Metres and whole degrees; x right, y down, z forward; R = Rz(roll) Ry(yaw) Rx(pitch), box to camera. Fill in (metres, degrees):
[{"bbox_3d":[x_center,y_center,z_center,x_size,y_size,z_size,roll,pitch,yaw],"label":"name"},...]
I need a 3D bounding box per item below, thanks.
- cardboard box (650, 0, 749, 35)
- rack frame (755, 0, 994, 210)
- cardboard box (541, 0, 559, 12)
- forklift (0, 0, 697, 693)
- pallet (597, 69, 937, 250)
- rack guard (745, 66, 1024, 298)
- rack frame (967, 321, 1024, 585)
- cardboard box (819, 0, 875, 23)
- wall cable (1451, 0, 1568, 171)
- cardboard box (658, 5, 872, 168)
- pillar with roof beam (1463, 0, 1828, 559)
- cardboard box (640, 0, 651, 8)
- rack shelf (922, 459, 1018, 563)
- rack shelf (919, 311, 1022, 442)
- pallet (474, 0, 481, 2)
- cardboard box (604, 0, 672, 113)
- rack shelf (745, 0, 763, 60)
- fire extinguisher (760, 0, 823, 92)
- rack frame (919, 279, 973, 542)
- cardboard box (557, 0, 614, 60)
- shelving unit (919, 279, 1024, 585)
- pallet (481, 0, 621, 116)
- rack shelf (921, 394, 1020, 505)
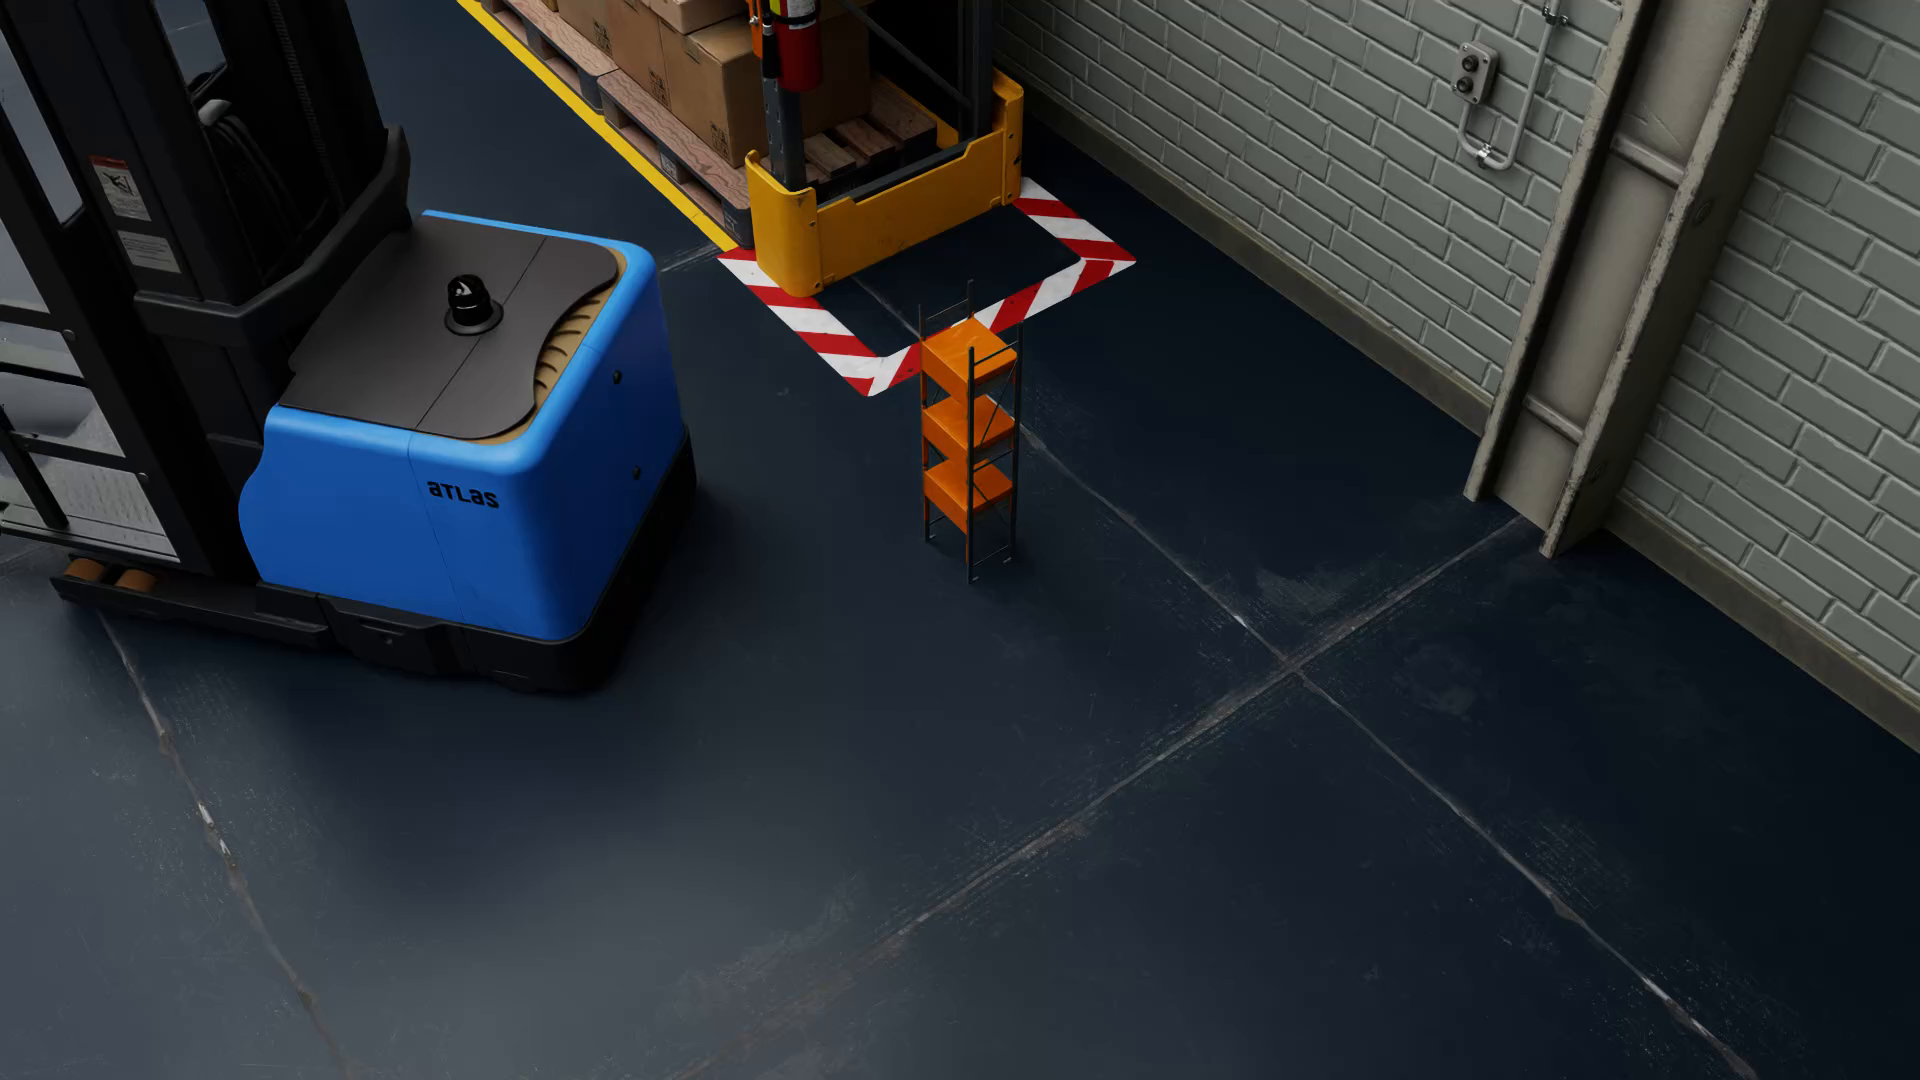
[{"bbox_3d":[-1.026,-2.210,6.694,0.380,0.149,0.250,-30,54,-24],"label":"cardboard box"},{"bbox_3d":[-0.300,-2.328,5.836,1.000,3.000,0.127,-29,54,-24],"label":"rack frame"},{"bbox_3d":[-1.740,-2.900,7.758,0.700,0.500,0.500,-28,54,-23],"label":"cardboard box"},{"bbox_3d":[-2.497,-1.096,4.766,3.031,2.935,1.130,11,49,10],"label":"forklift"},{"bbox_3d":[-0.846,-1.828,7.265,1.003,0.211,1.213,-29,54,-24],"label":"pallet"},{"bbox_3d":[-0.285,-1.475,6.750,1.175,0.500,0.348,-29,54,-24],"label":"rack guard"},{"bbox_3d":[0.106,-0.249,5.267,0.200,1.050,0.008,-29,54,-24],"label":"rack frame"},{"bbox_3d":[-0.568,-2.232,6.714,0.380,0.149,0.250,-29,54,-24],"label":"cardboard box"},{"bbox_3d":[1.228,-2.339,5.160,0.084,1.984,1.851,-29,54,-24],"label":"wall cable"},{"bbox_3d":[-0.803,-1.998,6.940,0.700,0.500,0.500,-29,54,-24],"label":"cardboard box"},{"bbox_3d":[-1.403,-1.208,0.771,9.100,9.000,0.400,-29,54,-24],"label":"pillar with roof beam"},{"bbox_3d":[-1.181,-2.360,6.831,0.380,0.149,0.250,-28,54,-23],"label":"cardboard box"},{"bbox_3d":[0.032,-0.127,5.546,0.215,0.259,0.240,-29,54,-24],"label":"rack shelf"},{"bbox_3d":[0.032,-0.505,5.130,0.215,0.259,0.240,-29,54,-24],"label":"rack shelf"},{"bbox_3d":[-2.324,-3.267,8.569,1.003,0.211,1.213,-29,54,-24],"label":"pallet"},{"bbox_3d":[-1.106,-2.293,7.208,0.700,0.500,0.500,-30,54,-24],"label":"cardboard box"},{"bbox_3d":[-1.511,-3.266,7.172,1.077,0.370,4.000,-29,54,-24],"label":"rack shelf"},{"bbox_3d":[-0.576,-1.881,5.735,0.296,0.674,0.183,-29,54,-24],"label":"fire extinguisher"},{"bbox_3d":[-0.041,-0.393,5.398,0.200,1.050,0.008,-29,54,-24],"label":"rack frame"},{"bbox_3d":[-1.411,-2.589,7.476,0.700,0.500,0.500,-31,55,-25],"label":"cardboard box"},{"bbox_3d":[0.032,-0.321,5.332,0.215,1.050,0.252,-29,54,-24],"label":"shelving unit"},{"bbox_3d":[-1.581,-2.547,7.917,1.003,0.211,1.213,-29,54,-24],"label":"pallet"},{"bbox_3d":[0.032,-0.314,5.340,0.215,0.259,0.240,-29,54,-24],"label":"rack shelf"}]
